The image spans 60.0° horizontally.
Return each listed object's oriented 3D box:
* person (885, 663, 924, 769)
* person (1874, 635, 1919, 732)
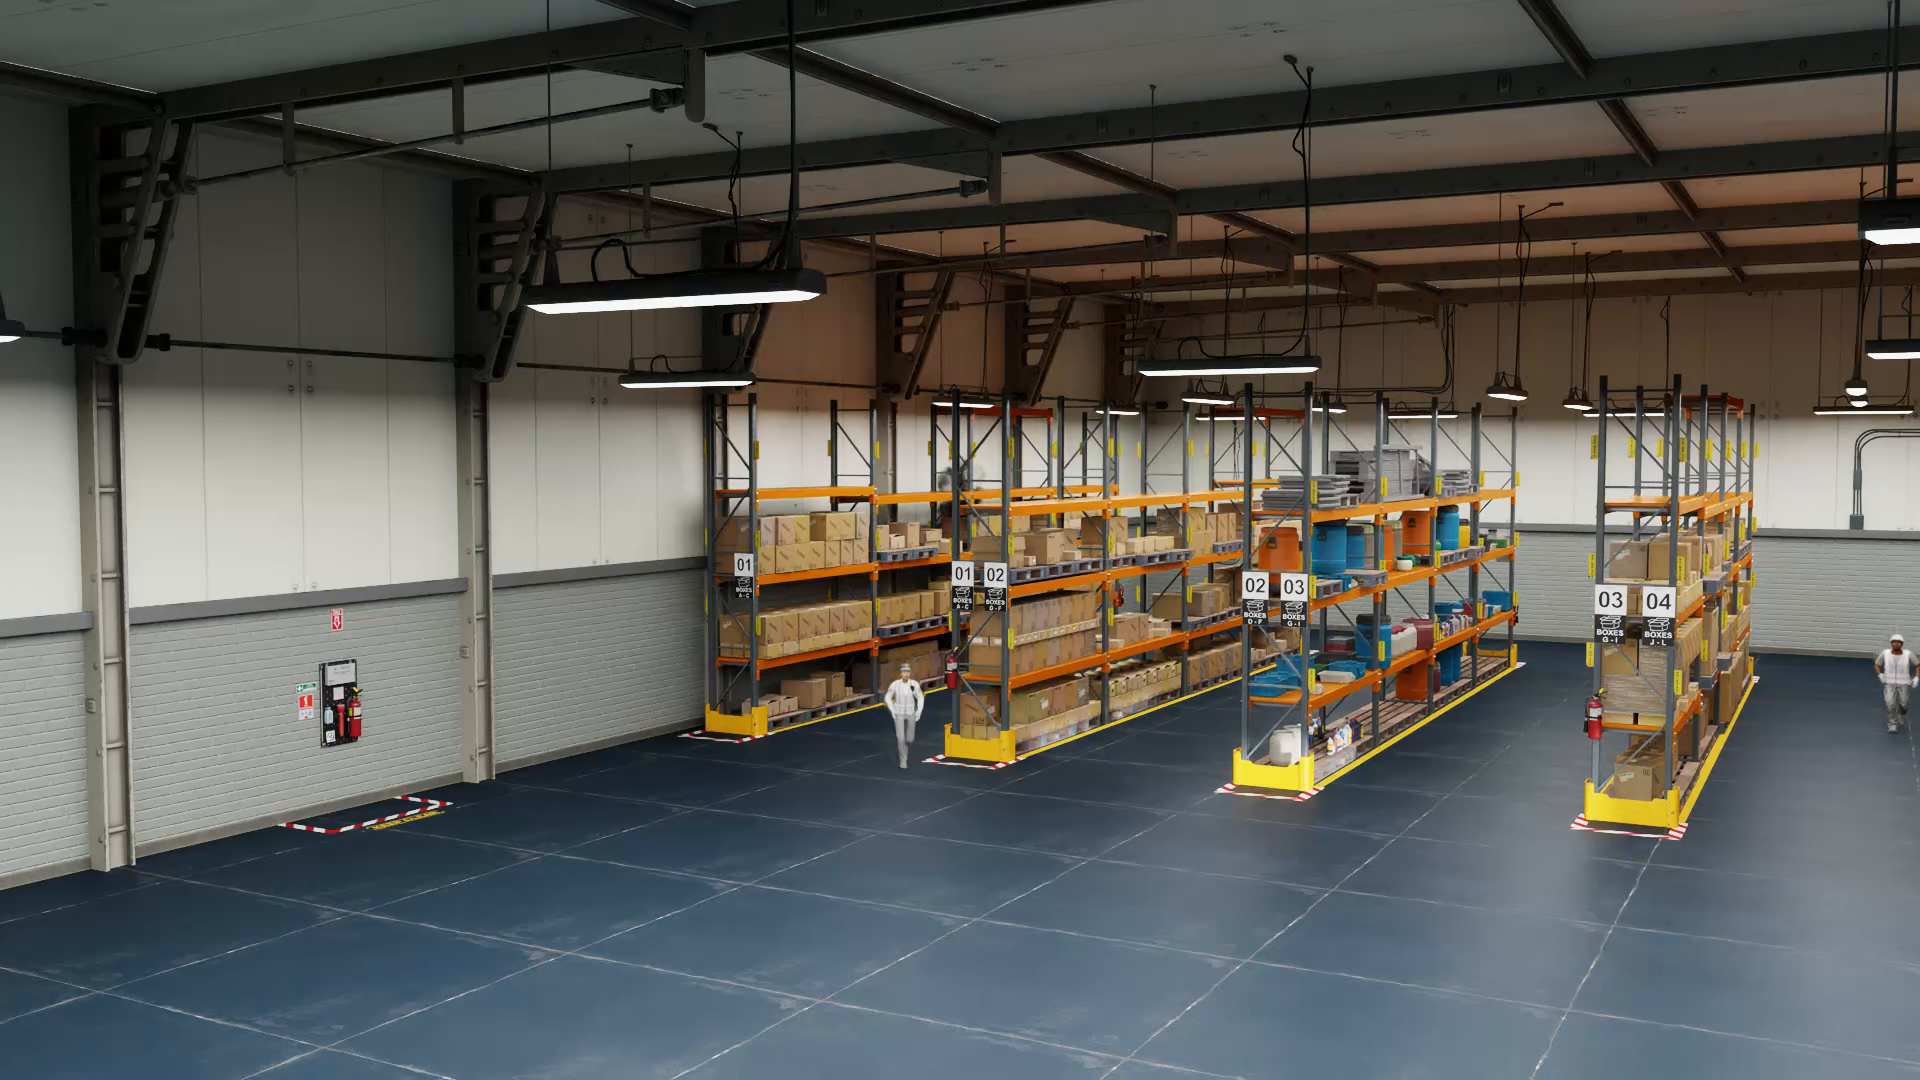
[{"bbox_3d":[-0.882,2.763,26.421,0.629,1.648,0.609,-1,3,-9],"label":"person"},{"bbox_3d":[16.609,2.542,29.479,0.734,1.737,0.629,2,4,31],"label":"person"}]
